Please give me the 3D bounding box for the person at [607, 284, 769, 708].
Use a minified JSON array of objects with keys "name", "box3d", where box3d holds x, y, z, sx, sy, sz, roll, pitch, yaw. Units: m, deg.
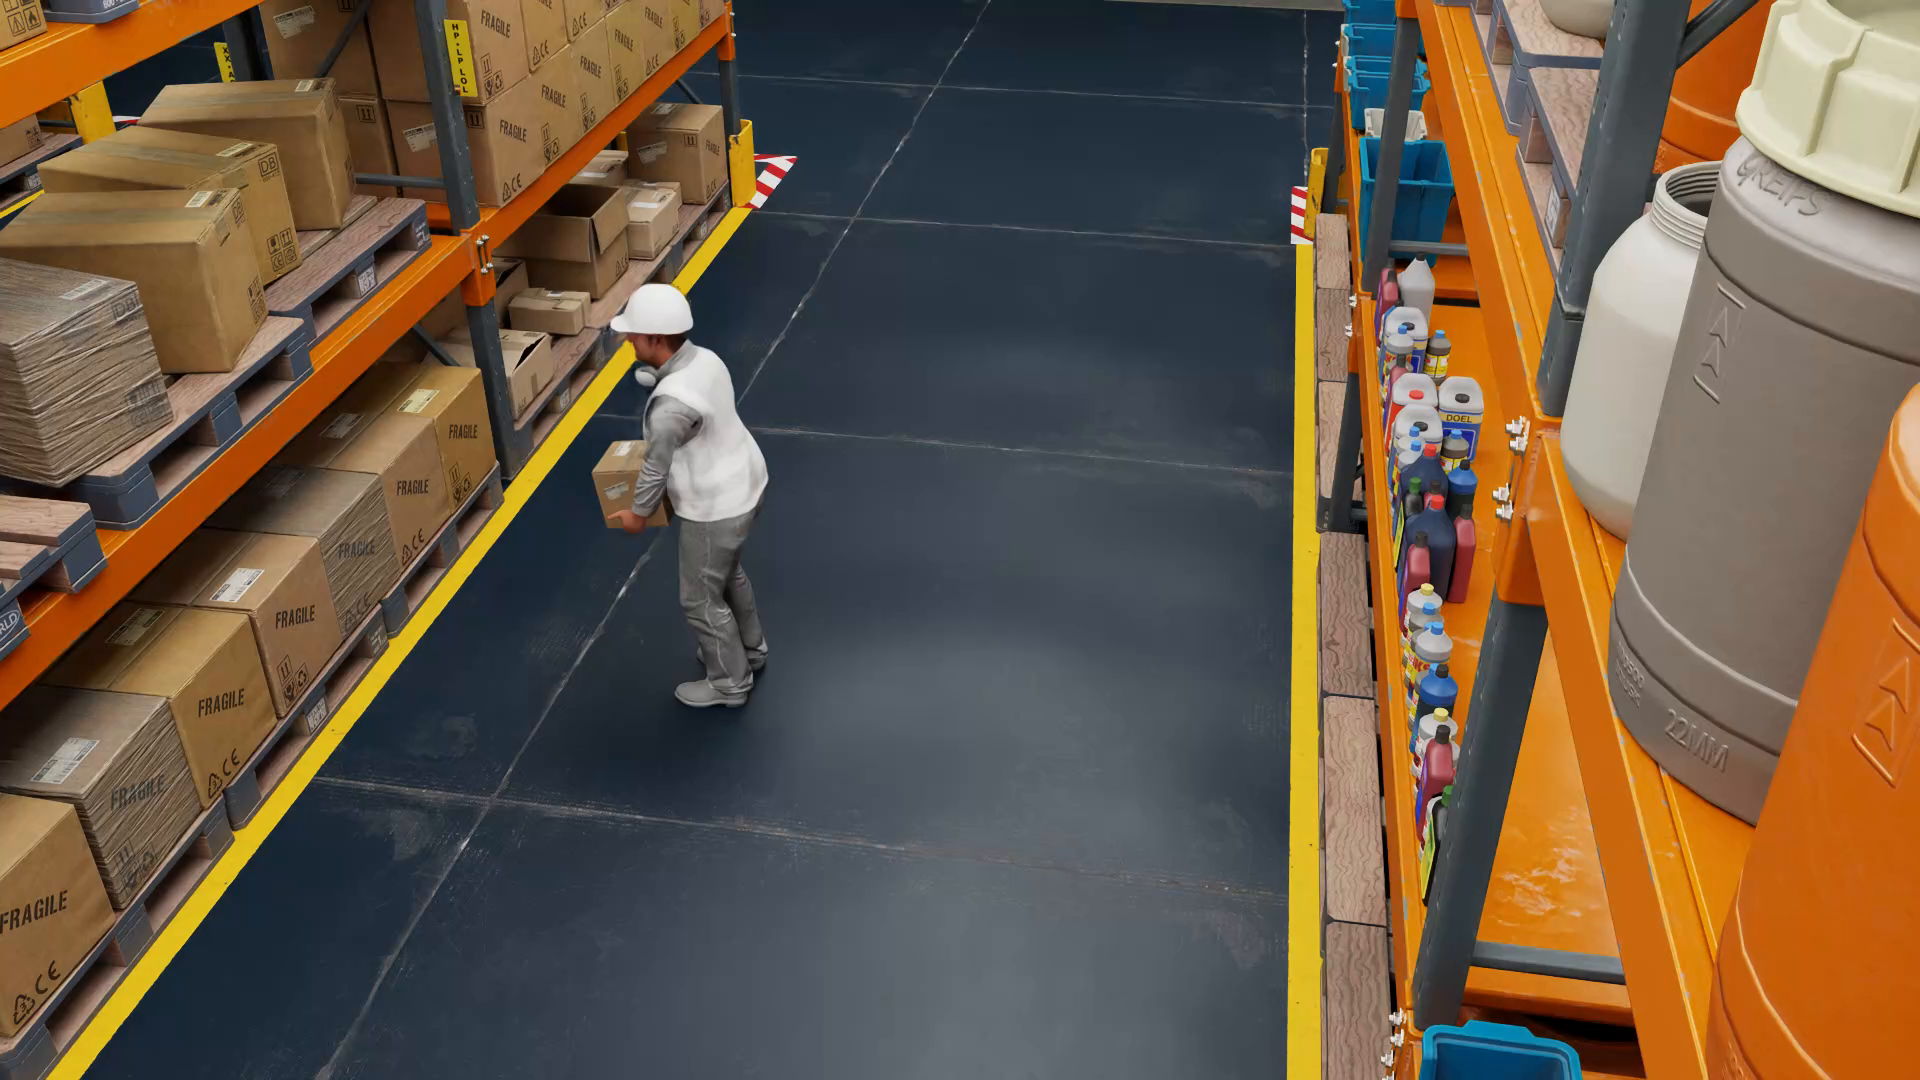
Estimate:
[{"name":"person","box3d":[-1.041,-0.158,6.385,0.584,1.756,0.484,5,32,7]}]
